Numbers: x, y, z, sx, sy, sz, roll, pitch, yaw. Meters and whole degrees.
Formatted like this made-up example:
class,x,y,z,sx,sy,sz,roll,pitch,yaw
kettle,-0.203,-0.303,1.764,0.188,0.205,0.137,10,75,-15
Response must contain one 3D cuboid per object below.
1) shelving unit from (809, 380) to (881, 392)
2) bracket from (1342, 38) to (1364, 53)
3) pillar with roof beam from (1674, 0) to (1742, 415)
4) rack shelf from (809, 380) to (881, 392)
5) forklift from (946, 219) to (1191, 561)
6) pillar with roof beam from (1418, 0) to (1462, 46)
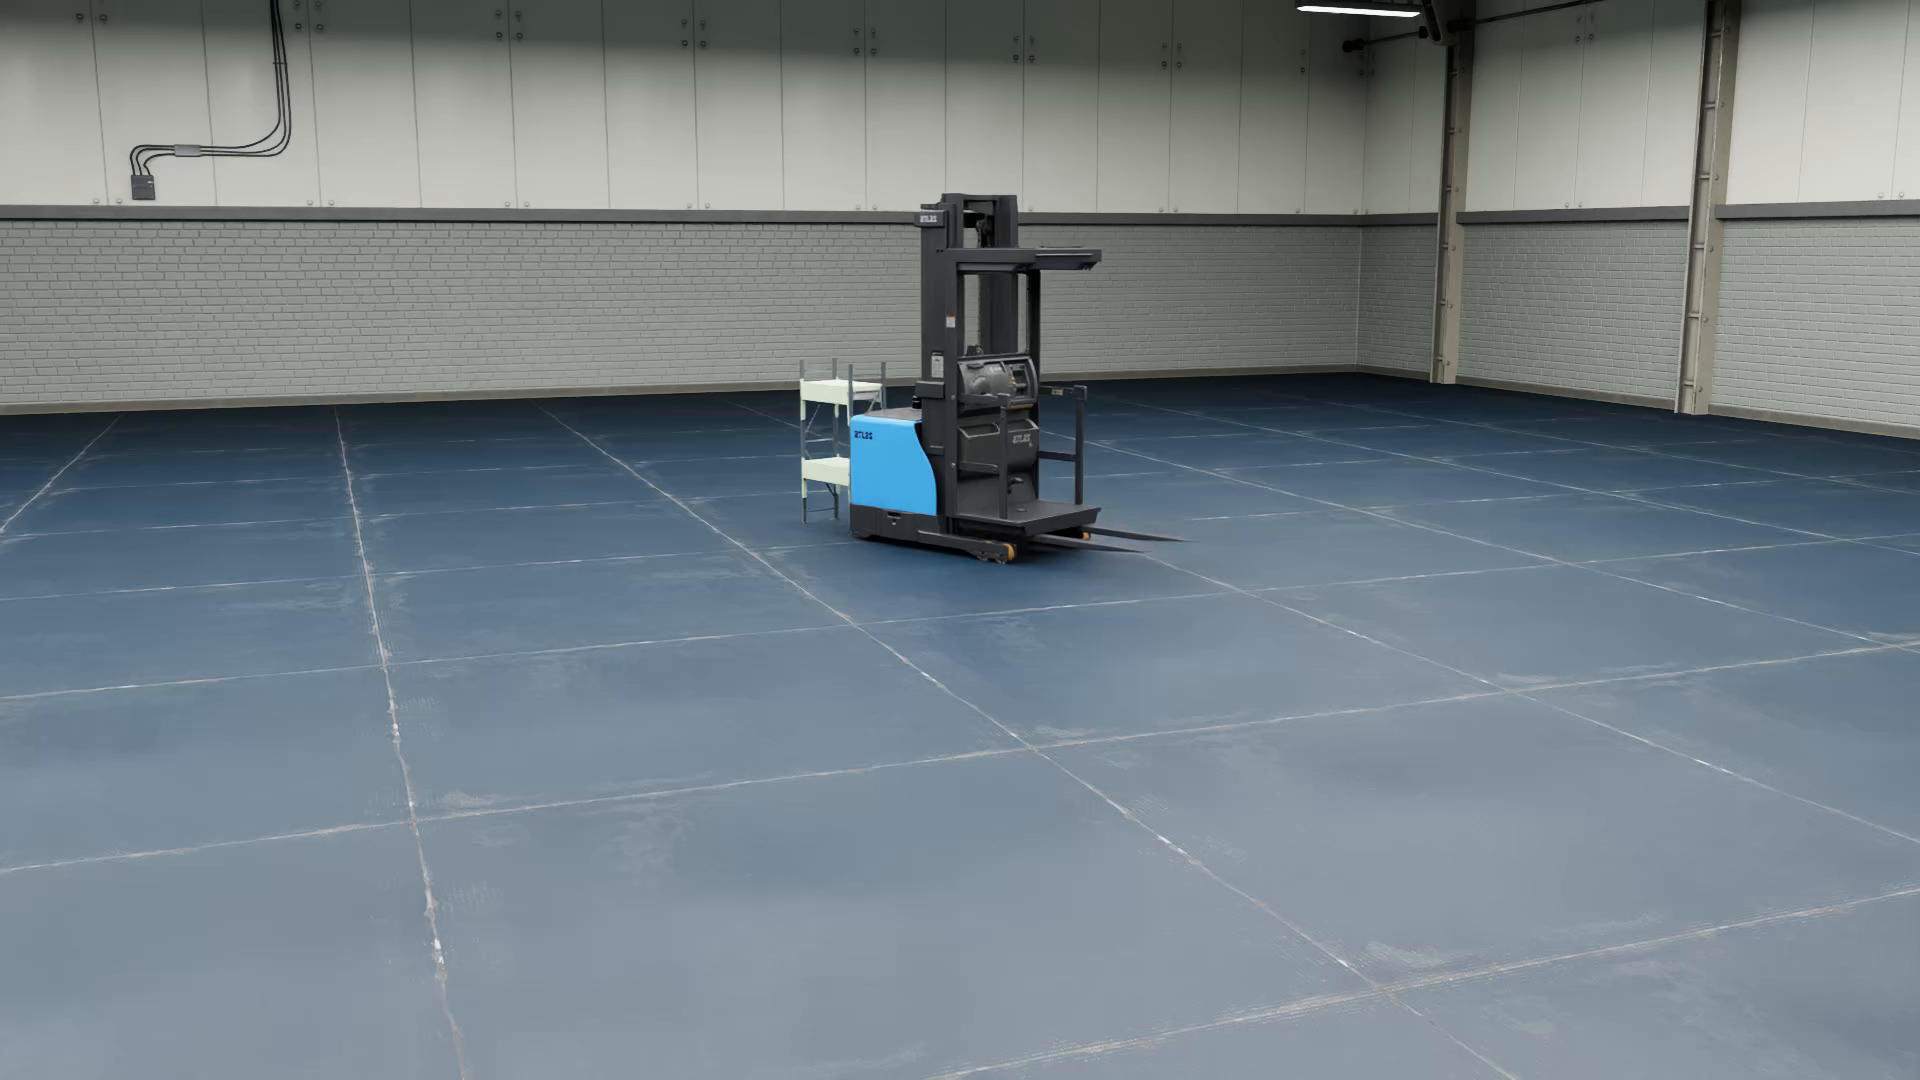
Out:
class,x,y,z,sx,sy,sz,roll,pitch,yaw
shelving unit,-1.053,-1.379,14.902,0.368,0.052,0.686,-8,13,-40
bracket,7.594,-9.539,32.076,0.235,0.232,0.430,-4,11,-21
pillar with roof beam,7.096,-6.083,22.920,9.100,9.000,0.548,-4,11,-21
rack shelf,-1.053,-1.379,14.902,0.368,0.052,0.686,-8,13,-40
forklift,0.797,-1.206,13.397,2.170,2.733,1.118,9,13,41
pillar with roof beam,4.743,-10.010,27.831,8.718,2.987,0.548,-4,11,-21
